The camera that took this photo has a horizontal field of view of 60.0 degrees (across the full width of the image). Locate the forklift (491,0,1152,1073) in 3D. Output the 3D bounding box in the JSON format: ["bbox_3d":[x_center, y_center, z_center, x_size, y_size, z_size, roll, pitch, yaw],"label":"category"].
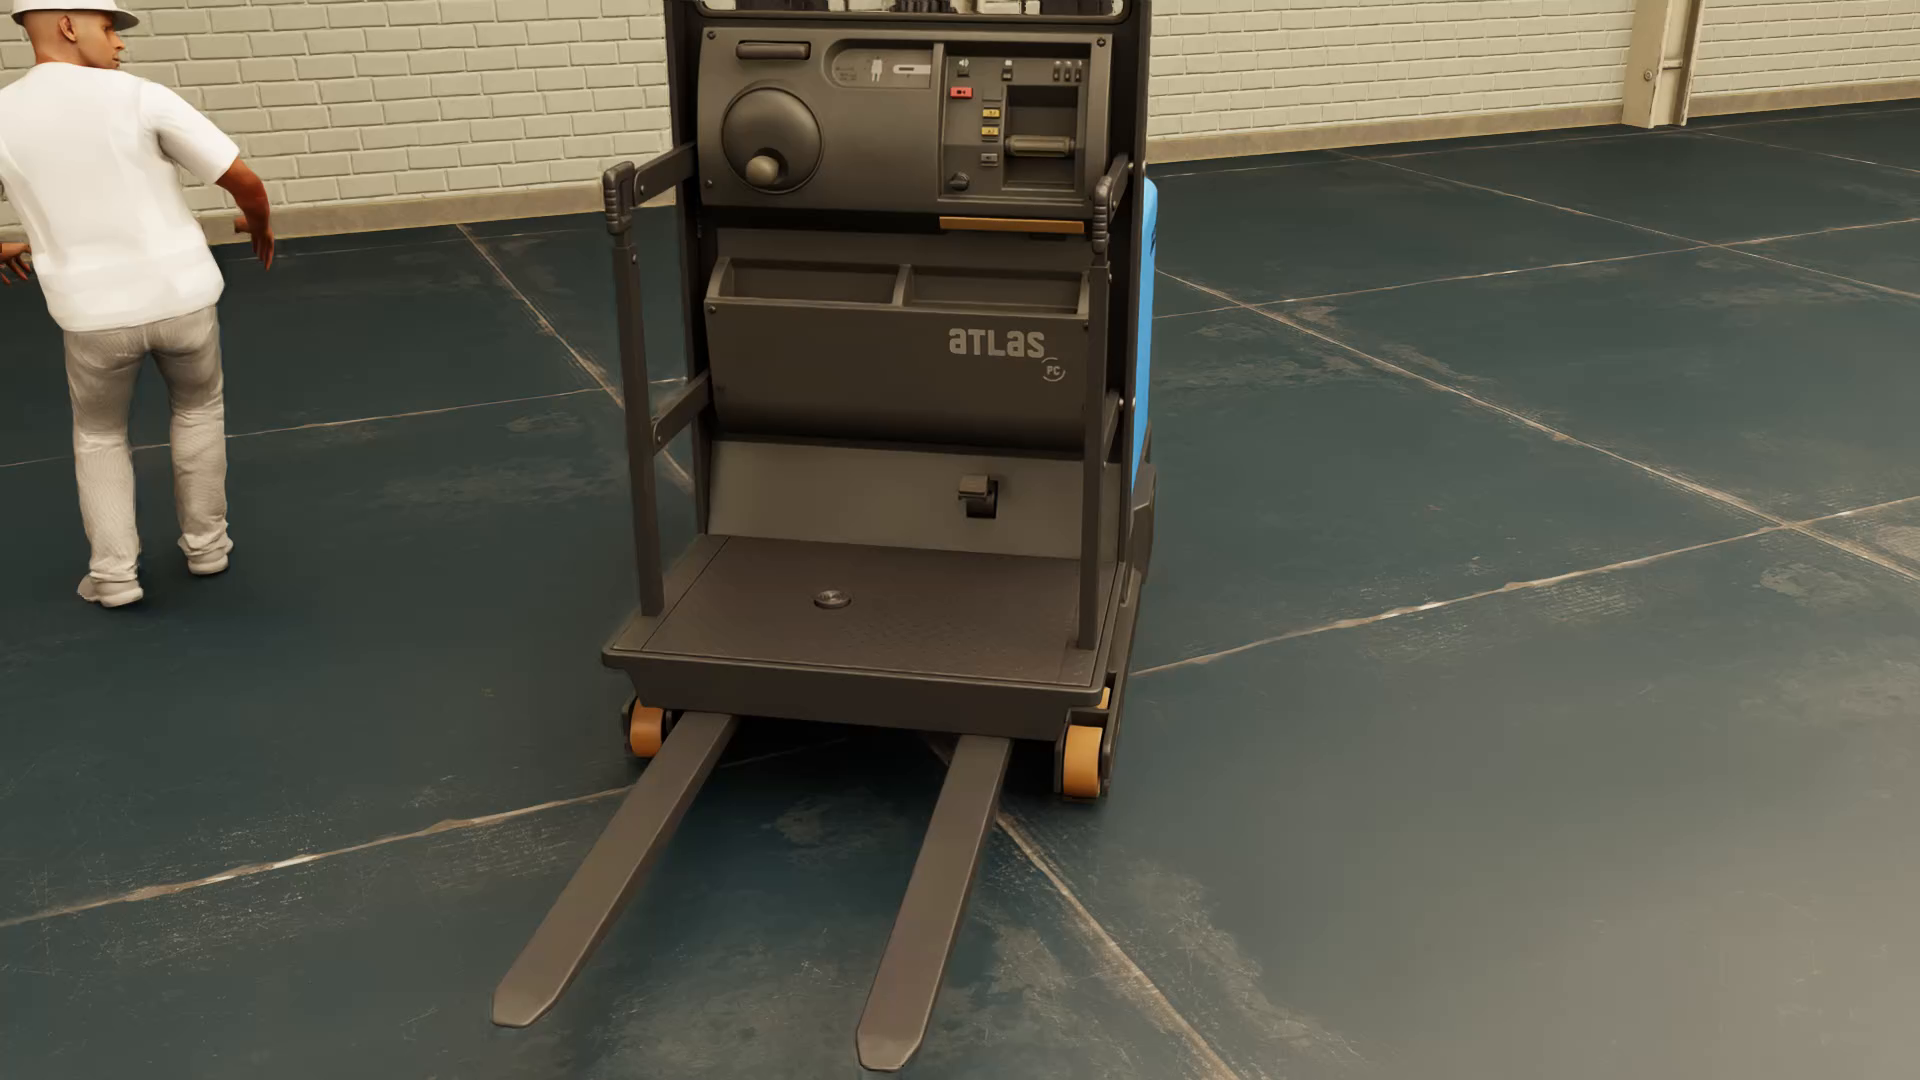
[{"bbox_3d":[-0.169,-0.925,3.513,1.121,2.935,3.031,4,23,9],"label":"forklift"}]

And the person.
[{"bbox_3d":[-2.304,-0.678,4.582,0.823,1.708,0.679,-8,24,-19],"label":"person"}]
